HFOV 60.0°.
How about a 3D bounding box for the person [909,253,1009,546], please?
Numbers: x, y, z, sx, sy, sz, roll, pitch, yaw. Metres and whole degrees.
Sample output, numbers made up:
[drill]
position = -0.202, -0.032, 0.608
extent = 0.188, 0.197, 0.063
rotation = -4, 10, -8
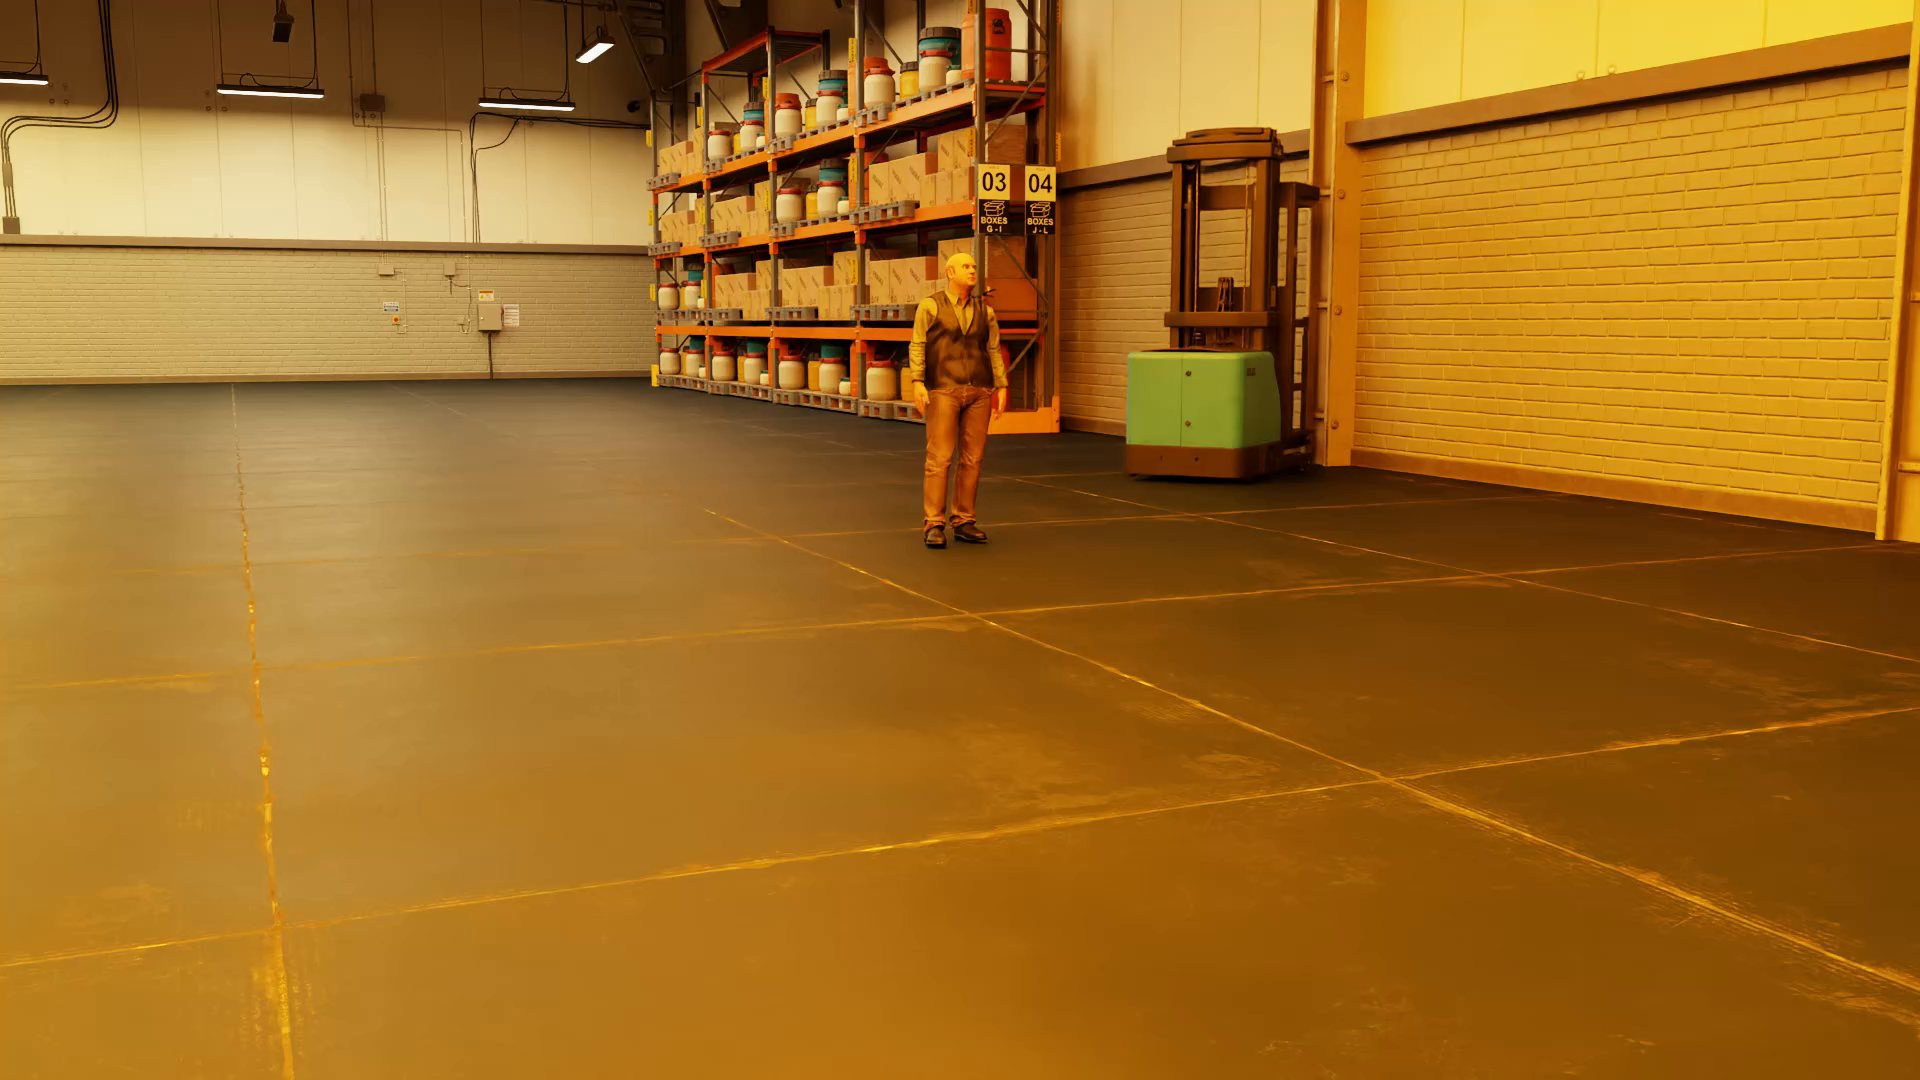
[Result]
[person]
position = 0.019, -0.853, 9.980
extent = 0.634, 1.722, 0.566
rotation = -3, 8, -23

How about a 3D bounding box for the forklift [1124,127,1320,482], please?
[forklift]
position = 2.506, -2.080, 14.720
extent = 1.130, 2.935, 3.031
rotation = 4, 8, 28
